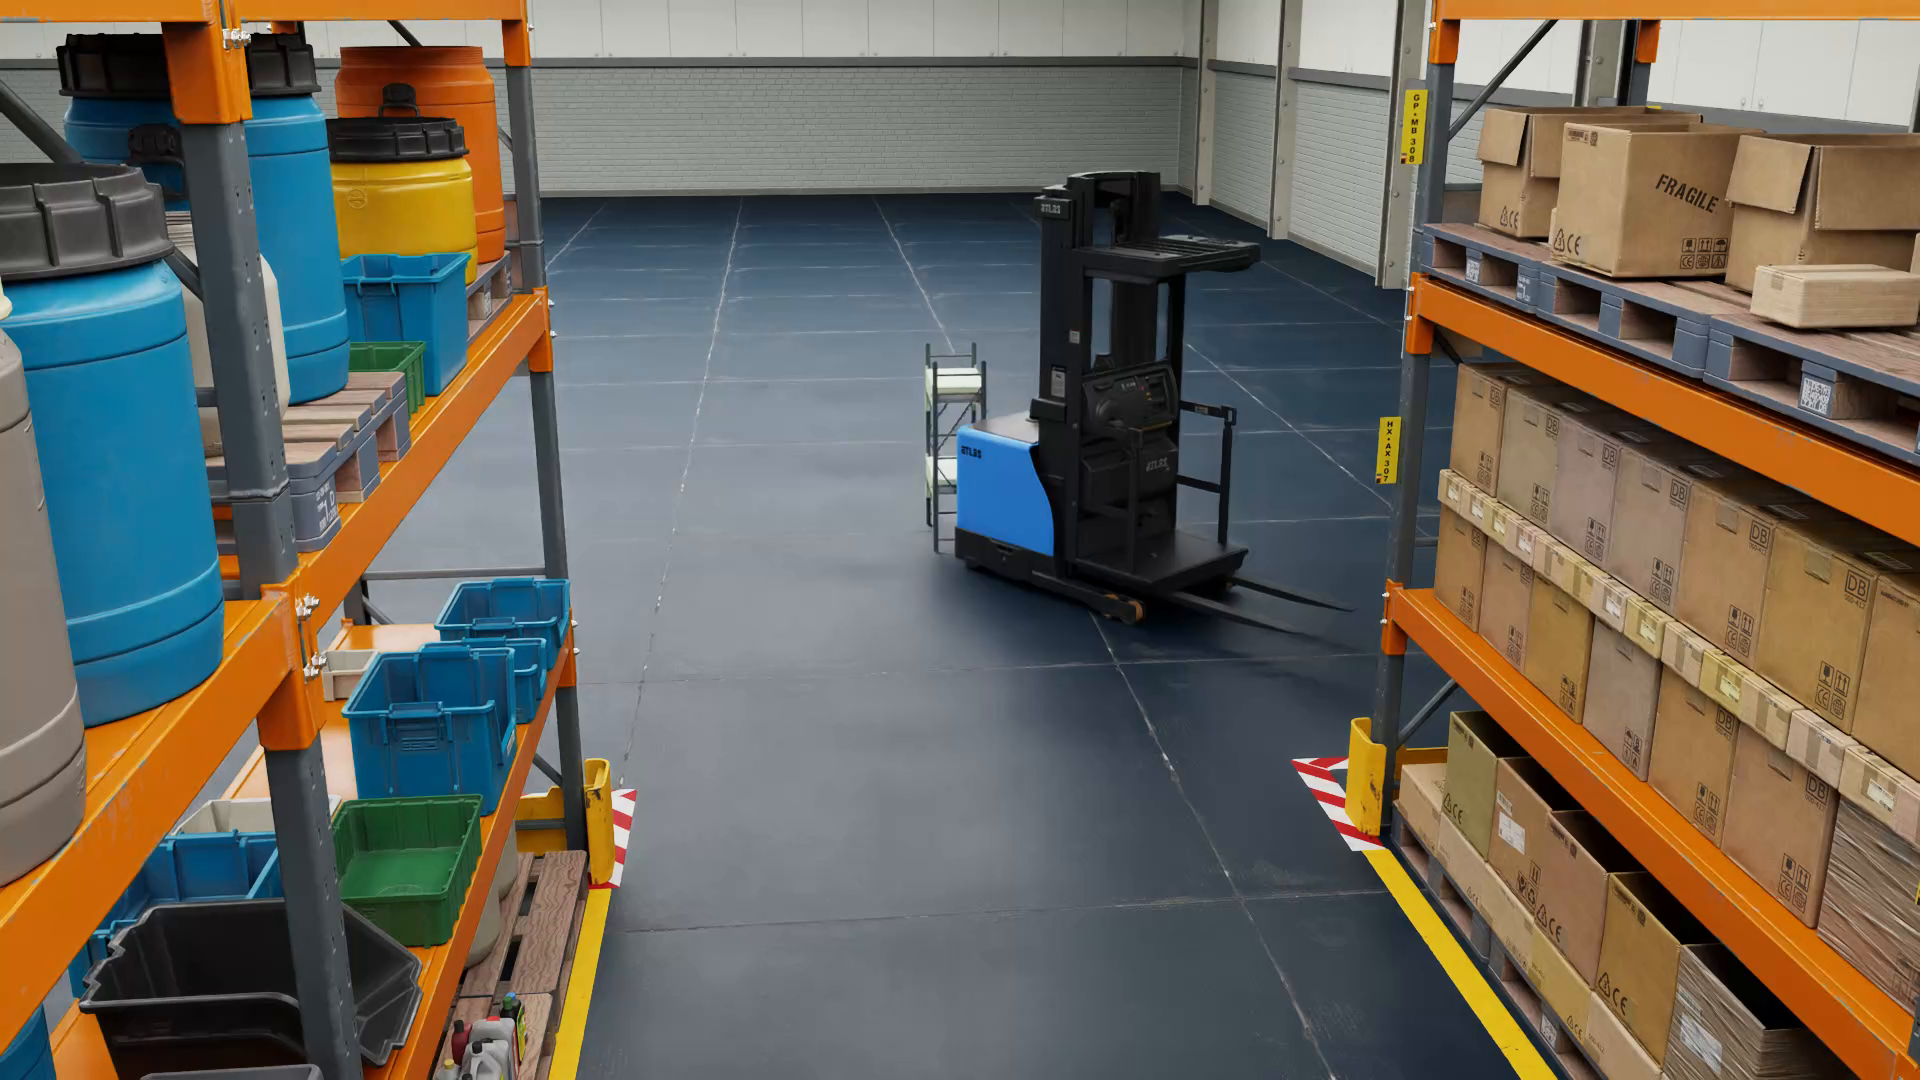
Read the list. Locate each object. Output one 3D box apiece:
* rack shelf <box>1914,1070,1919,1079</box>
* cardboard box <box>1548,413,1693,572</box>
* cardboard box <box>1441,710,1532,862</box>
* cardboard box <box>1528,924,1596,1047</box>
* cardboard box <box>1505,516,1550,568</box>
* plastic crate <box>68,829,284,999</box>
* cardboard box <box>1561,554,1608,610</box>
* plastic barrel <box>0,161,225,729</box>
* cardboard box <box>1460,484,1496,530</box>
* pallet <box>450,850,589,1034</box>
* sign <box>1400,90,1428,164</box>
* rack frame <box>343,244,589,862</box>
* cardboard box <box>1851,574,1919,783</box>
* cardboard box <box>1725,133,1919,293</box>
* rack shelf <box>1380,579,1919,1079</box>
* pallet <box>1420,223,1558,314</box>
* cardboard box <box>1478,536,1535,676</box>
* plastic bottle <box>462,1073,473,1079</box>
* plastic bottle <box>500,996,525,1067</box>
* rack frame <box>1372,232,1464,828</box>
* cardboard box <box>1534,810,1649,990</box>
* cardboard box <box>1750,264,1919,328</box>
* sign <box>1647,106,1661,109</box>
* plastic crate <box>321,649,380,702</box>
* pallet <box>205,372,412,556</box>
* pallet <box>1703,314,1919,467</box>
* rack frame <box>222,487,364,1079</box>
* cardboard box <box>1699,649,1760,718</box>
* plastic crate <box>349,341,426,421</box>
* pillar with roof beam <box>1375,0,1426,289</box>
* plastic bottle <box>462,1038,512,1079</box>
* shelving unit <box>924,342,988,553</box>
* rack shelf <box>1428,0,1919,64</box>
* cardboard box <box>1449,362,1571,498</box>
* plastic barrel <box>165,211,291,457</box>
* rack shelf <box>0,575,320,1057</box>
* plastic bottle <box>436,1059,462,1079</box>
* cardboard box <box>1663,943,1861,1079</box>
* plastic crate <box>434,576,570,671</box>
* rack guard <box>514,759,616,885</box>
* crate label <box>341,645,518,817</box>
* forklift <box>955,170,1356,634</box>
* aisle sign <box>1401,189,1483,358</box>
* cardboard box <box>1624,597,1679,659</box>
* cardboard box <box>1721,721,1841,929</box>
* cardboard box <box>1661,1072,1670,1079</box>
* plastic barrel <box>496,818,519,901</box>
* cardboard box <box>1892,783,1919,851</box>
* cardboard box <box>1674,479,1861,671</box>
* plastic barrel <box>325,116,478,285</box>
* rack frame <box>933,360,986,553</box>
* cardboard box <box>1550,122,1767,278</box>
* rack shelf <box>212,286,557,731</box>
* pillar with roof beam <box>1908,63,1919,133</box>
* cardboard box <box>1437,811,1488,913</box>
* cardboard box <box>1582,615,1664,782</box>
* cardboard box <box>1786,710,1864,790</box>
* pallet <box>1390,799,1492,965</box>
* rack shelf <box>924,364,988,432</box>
[{"bbox_3d":[3.221,2.137,2.563,1.077,0.370,4.000,-2,18,-6],"label":"rack shelf"},{"bbox_3d":[2.756,-0.198,6.468,0.700,0.500,0.500,-2,18,-5],"label":"cardboard box"},{"bbox_3d":[2.490,1.076,7.381,0.500,0.500,0.500,-2,18,-6],"label":"cardboard box"},{"bbox_3d":[2.590,1.731,6.544,0.500,0.250,0.500,-2,18,-6],"label":"cardboard box"},{"bbox_3d":[2.507,0.001,6.917,0.380,0.149,0.250,-2,18,-6],"label":"cardboard box"},{"bbox_3d":[-2.297,1.100,4.915,0.499,0.251,0.616,-2,18,-6],"label":"plastic crate"},{"bbox_3d":[2.564,0.156,6.421,0.380,0.149,0.250,-2,18,-6],"label":"cardboard box"},{"bbox_3d":[-1.644,-0.176,2.884,0.600,0.901,0.708,-2,18,-6],"label":"plastic barrel"},{"bbox_3d":[2.459,-0.149,7.393,0.380,0.149,0.250,-2,18,-7],"label":"cardboard box"},{"bbox_3d":[-2.192,1.752,7.244,1.003,0.211,1.213,-2,18,-6],"label":"pallet"},{"bbox_3d":[2.050,-1.864,7.508,0.100,0.325,0.005,-2,18,-6],"label":"sign"},{"bbox_3d":[-2.325,0.158,7.665,1.000,3.000,0.127,-2,18,-6],"label":"rack frame"},{"bbox_3d":[2.963,0.399,4.564,0.700,0.500,0.500,-2,18,-5],"label":"cardboard box"},{"bbox_3d":[2.971,-1.044,5.380,0.797,0.503,0.637,0,17,0],"label":"cardboard box"},{"bbox_3d":[2.809,0.945,6.359,1.077,0.370,4.000,-2,18,-6],"label":"rack shelf"},{"bbox_3d":[2.650,-1.171,7.039,1.003,0.211,1.213,-2,18,-6],"label":"pallet"},{"bbox_3d":[2.697,0.254,7.192,0.700,0.500,0.500,-1,17,-4],"label":"cardboard box"},{"bbox_3d":[-1.646,1.968,5.590,0.144,0.351,0.185,-2,18,-6],"label":"plastic bottle"},{"bbox_3d":[-1.669,1.812,6.197,0.061,0.283,0.133,-1,17,-4],"label":"plastic bottle"},{"bbox_3d":[2.602,0.006,8.149,1.000,3.000,0.127,-2,18,-6],"label":"rack frame"},{"bbox_3d":[2.589,1.374,6.431,0.500,0.500,0.500,-2,18,-6],"label":"cardboard box"},{"bbox_3d":[2.619,-0.731,4.975,0.380,0.149,0.250,-2,18,-6],"label":"cardboard box"},{"bbox_3d":[3.144,-1.822,7.619,0.100,0.325,0.005,-2,18,-6],"label":"sign"},{"bbox_3d":[-2.553,0.561,6.824,0.298,0.136,0.250,-2,18,-6],"label":"plastic crate"},{"bbox_3d":[-2.084,-0.203,4.123,1.213,0.211,1.003,-2,18,-6],"label":"pallet"},{"bbox_3d":[2.901,-0.444,4.724,1.003,0.211,1.213,-2,18,-6],"label":"pallet"},{"bbox_3d":[-1.912,1.350,3.869,1.000,3.000,0.127,-2,18,-6],"label":"rack frame"},{"bbox_3d":[2.671,0.463,5.444,0.380,0.149,0.250,-2,18,-6],"label":"cardboard box"},{"bbox_3d":[-1.804,-0.459,4.976,0.336,0.188,0.450,-2,18,-6],"label":"plastic crate"},{"bbox_3d":[2.323,-8.058,23.821,9.100,9.000,0.400,-2,18,-6],"label":"pillar with roof beam"},{"bbox_3d":[-1.686,1.899,5.934,0.152,0.276,0.135,-2,18,-7],"label":"plastic bottle"},{"bbox_3d":[-0.038,-0.730,13.000,0.431,1.500,0.755,-2,18,-5],"label":"shelving unit"},{"bbox_3d":[2.809,-1.726,5.520,1.077,0.370,4.000,-2,18,-6],"label":"rack shelf"},{"bbox_3d":[2.643,-0.505,7.445,0.700,0.500,0.500,-2,18,-5],"label":"cardboard box"},{"bbox_3d":[-1.761,-0.469,3.768,0.421,0.512,0.421,0,17,0],"label":"plastic barrel"},{"bbox_3d":[-1.706,0.858,1.630,1.077,0.370,4.000,-2,18,-6],"label":"rack shelf"},{"bbox_3d":[-1.808,1.944,5.915,0.097,0.201,0.097,0,17,0],"label":"plastic bottle"},{"bbox_3d":[2.710,1.671,5.484,0.500,0.500,0.500,-2,18,-6],"label":"cardboard box"},{"bbox_3d":[-1.976,0.369,7.242,0.499,0.251,0.616,-2,18,-6],"label":"plastic crate"},{"bbox_3d":[-2.270,1.372,7.972,1.175,0.500,0.348,-2,18,-6],"label":"rack guard"},{"bbox_3d":[-1.866,0.681,5.940,0.502,0.435,0.616,-2,18,-6],"label":"crate label"},{"bbox_3d":[1.337,-0.992,11.442,1.130,2.935,3.031,-16,23,-41],"label":"forklift"},{"bbox_3d":[2.291,-1.244,7.792,0.394,0.787,0.004,-2,18,-6],"label":"aisle sign"},{"bbox_3d":[2.614,0.309,5.935,0.380,0.149,0.250,-1,17,-4],"label":"cardboard box"},{"bbox_3d":[2.902,0.861,5.259,0.700,0.500,0.500,-2,18,-6],"label":"cardboard box"},{"bbox_3d":[2.708,2.029,5.596,0.500,0.250,0.500,-2,18,-6],"label":"cardboard box"},{"bbox_3d":[-2.181,1.339,7.358,0.421,0.512,0.421,0,17,0],"label":"plastic barrel"},{"bbox_3d":[2.774,0.766,4.478,0.380,0.149,0.250,-2,18,-6],"label":"cardboard box"},{"bbox_3d":[2.859,0.100,5.519,0.700,0.500,0.500,-2,18,-6],"label":"cardboard box"},{"bbox_3d":[-2.081,-1.227,6.055,0.600,0.588,0.600,0,17,0],"label":"plastic barrel"},{"bbox_3d":[-0.004,-0.621,12.652,0.400,1.500,0.023,-2,18,-5],"label":"rack frame"},{"bbox_3d":[2.502,-1.236,5.998,0.500,0.500,0.500,-2,18,-6],"label":"cardboard box"},{"bbox_3d":[-2.119,-0.334,5.426,1.077,0.370,4.000,-2,18,-6],"label":"rack shelf"},{"bbox_3d":[3.561,-4.483,12.433,9.100,9.000,0.400,-2,18,-6],"label":"pillar with roof beam"},{"bbox_3d":[2.492,1.433,7.493,0.500,0.250,0.500,-2,18,-6],"label":"cardboard box"},{"bbox_3d":[2.800,0.559,6.221,0.700,0.500,0.500,-1,17,-4],"label":"cardboard box"},{"bbox_3d":[2.721,0.615,4.961,0.380,0.149,0.250,-2,18,-7],"label":"cardboard box"},{"bbox_3d":[2.723,1.563,7.845,1.003,0.211,1.213,-2,18,-6],"label":"pallet"},{"bbox_3d":[-0.038,-1.103,12.883,0.431,0.370,0.720,-2,18,-5],"label":"rack shelf"}]
